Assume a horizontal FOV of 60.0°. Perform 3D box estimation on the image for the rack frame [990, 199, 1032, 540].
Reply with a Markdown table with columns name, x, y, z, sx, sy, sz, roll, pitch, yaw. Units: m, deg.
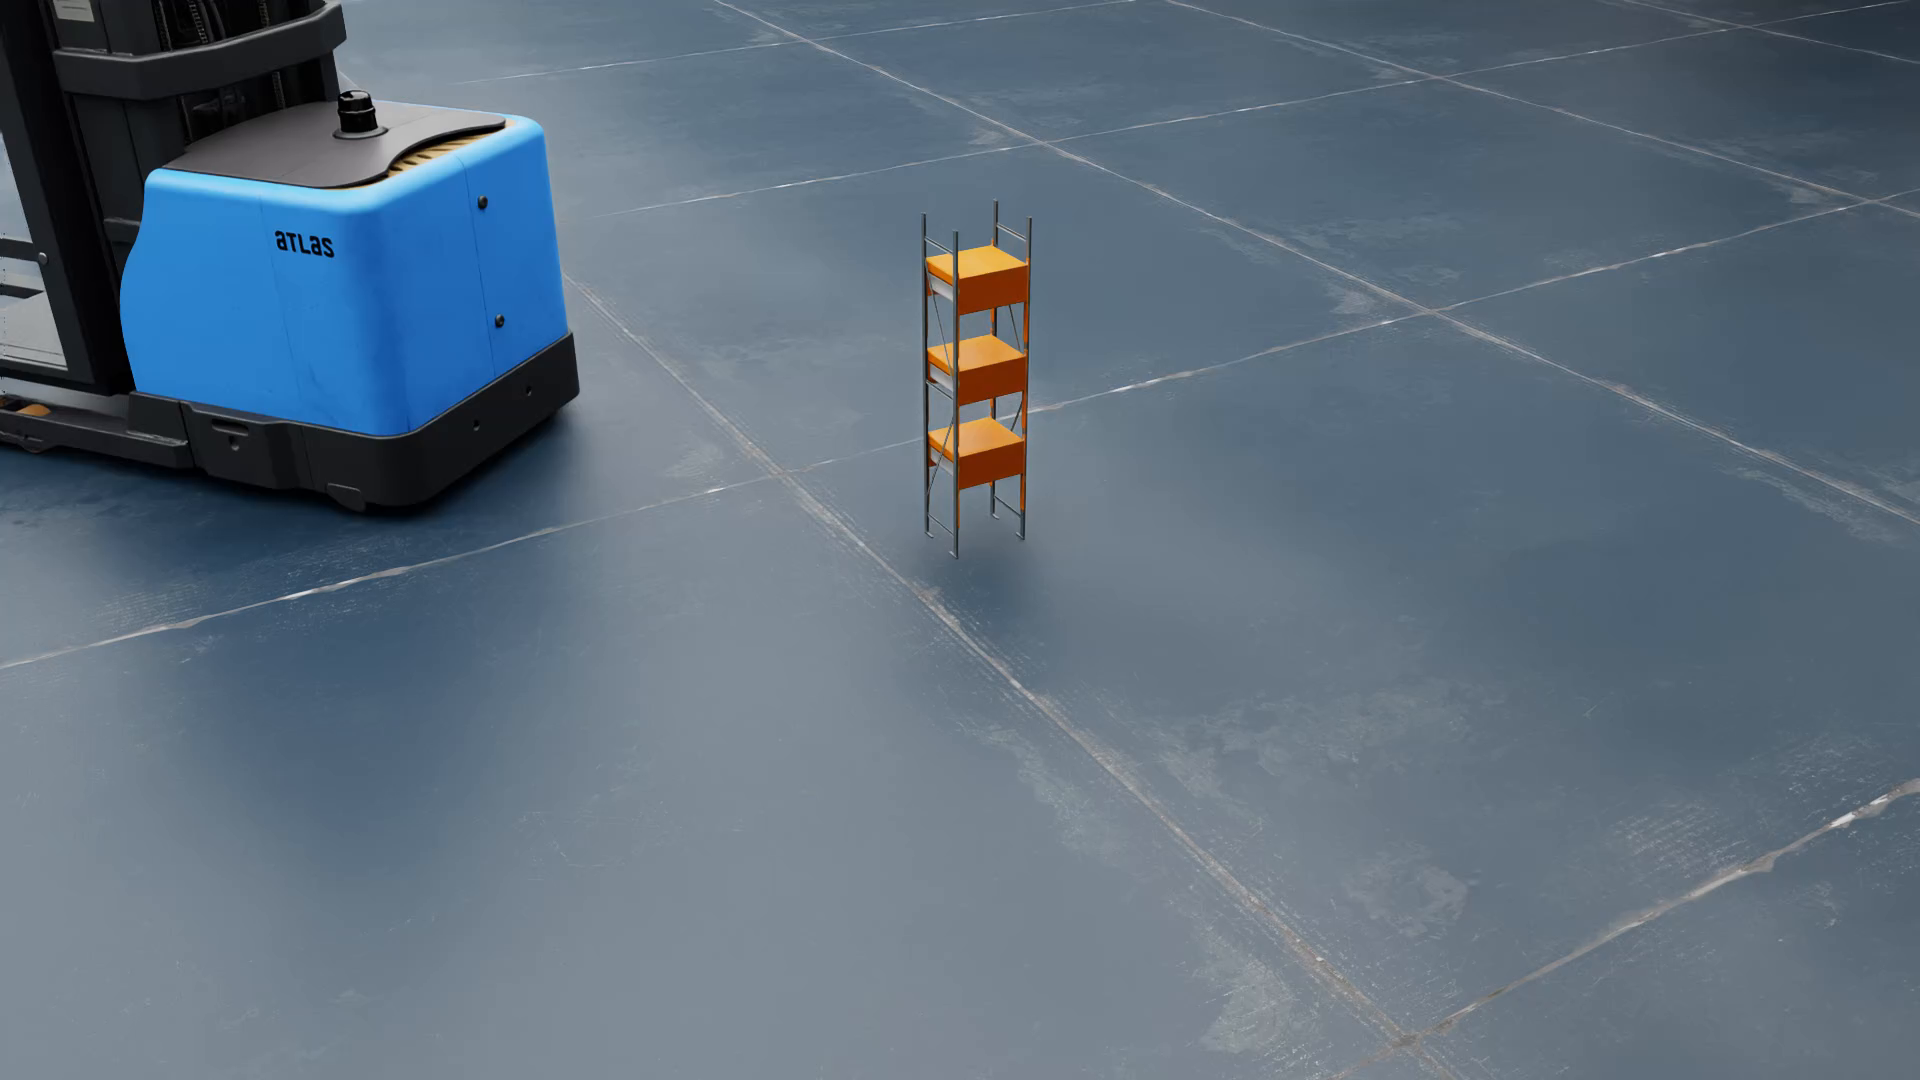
| name | x | y | z | sx | sy | sz | roll | pitch | yaw |
| --- | --- | --- | --- | --- | --- | --- | --- | --- | --- |
| rack frame | 0.151 | -0.503 | 5.074 | 0.008 | 1.050 | 0.200 | -16 | 33 | -26 |

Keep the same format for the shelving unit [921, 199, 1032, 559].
| name | x | y | z | sx | sy | sz | roll | pitch | yaw |
| --- | --- | --- | --- | --- | --- | --- | --- | --- | --- |
| shelving unit | 0.046 | -0.473 | 5.020 | 0.252 | 1.050 | 0.215 | -16 | 33 | -26 |

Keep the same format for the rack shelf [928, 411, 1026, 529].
| name | x | y | z | sx | sy | sz | roll | pitch | yaw |
| --- | --- | --- | --- | --- | --- | --- | --- | --- | --- |
| rack shelf | 0.046 | -0.220 | 5.159 | 0.240 | 0.259 | 0.215 | -16 | 33 | -26 |

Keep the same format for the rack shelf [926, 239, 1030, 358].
| name | x | y | z | sx | sy | sz | roll | pitch | yaw |
| --- | --- | --- | --- | --- | --- | --- | --- | --- | --- |
| rack shelf | 0.046 | -0.712 | 4.888 | 0.240 | 0.259 | 0.215 | -16 | 33 | -26 |

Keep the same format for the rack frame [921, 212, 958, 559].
| name | x | y | z | sx | sy | sz | roll | pitch | yaw |
| --- | --- | --- | --- | --- | --- | --- | --- | --- | --- |
| rack frame | -0.059 | -0.443 | 4.966 | 0.008 | 1.050 | 0.200 | -16 | 33 | -26 |

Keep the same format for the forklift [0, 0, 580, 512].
| name | x | y | z | sx | sy | sz | roll | pitch | yaw |
| --- | --- | --- | --- | --- | --- | --- | --- | --- | --- |
| forklift | -2.960 | -1.812 | 5.499 | 3.031 | 2.935 | 1.130 | 11 | 31 | 18 |

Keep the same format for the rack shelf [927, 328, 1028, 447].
| name | x | y | z | sx | sy | sz | roll | pitch | yaw |
| --- | --- | --- | --- | --- | --- | --- | --- | --- | --- |
| rack shelf | 0.046 | -0.463 | 5.025 | 0.240 | 0.259 | 0.215 | -16 | 33 | -26 |
